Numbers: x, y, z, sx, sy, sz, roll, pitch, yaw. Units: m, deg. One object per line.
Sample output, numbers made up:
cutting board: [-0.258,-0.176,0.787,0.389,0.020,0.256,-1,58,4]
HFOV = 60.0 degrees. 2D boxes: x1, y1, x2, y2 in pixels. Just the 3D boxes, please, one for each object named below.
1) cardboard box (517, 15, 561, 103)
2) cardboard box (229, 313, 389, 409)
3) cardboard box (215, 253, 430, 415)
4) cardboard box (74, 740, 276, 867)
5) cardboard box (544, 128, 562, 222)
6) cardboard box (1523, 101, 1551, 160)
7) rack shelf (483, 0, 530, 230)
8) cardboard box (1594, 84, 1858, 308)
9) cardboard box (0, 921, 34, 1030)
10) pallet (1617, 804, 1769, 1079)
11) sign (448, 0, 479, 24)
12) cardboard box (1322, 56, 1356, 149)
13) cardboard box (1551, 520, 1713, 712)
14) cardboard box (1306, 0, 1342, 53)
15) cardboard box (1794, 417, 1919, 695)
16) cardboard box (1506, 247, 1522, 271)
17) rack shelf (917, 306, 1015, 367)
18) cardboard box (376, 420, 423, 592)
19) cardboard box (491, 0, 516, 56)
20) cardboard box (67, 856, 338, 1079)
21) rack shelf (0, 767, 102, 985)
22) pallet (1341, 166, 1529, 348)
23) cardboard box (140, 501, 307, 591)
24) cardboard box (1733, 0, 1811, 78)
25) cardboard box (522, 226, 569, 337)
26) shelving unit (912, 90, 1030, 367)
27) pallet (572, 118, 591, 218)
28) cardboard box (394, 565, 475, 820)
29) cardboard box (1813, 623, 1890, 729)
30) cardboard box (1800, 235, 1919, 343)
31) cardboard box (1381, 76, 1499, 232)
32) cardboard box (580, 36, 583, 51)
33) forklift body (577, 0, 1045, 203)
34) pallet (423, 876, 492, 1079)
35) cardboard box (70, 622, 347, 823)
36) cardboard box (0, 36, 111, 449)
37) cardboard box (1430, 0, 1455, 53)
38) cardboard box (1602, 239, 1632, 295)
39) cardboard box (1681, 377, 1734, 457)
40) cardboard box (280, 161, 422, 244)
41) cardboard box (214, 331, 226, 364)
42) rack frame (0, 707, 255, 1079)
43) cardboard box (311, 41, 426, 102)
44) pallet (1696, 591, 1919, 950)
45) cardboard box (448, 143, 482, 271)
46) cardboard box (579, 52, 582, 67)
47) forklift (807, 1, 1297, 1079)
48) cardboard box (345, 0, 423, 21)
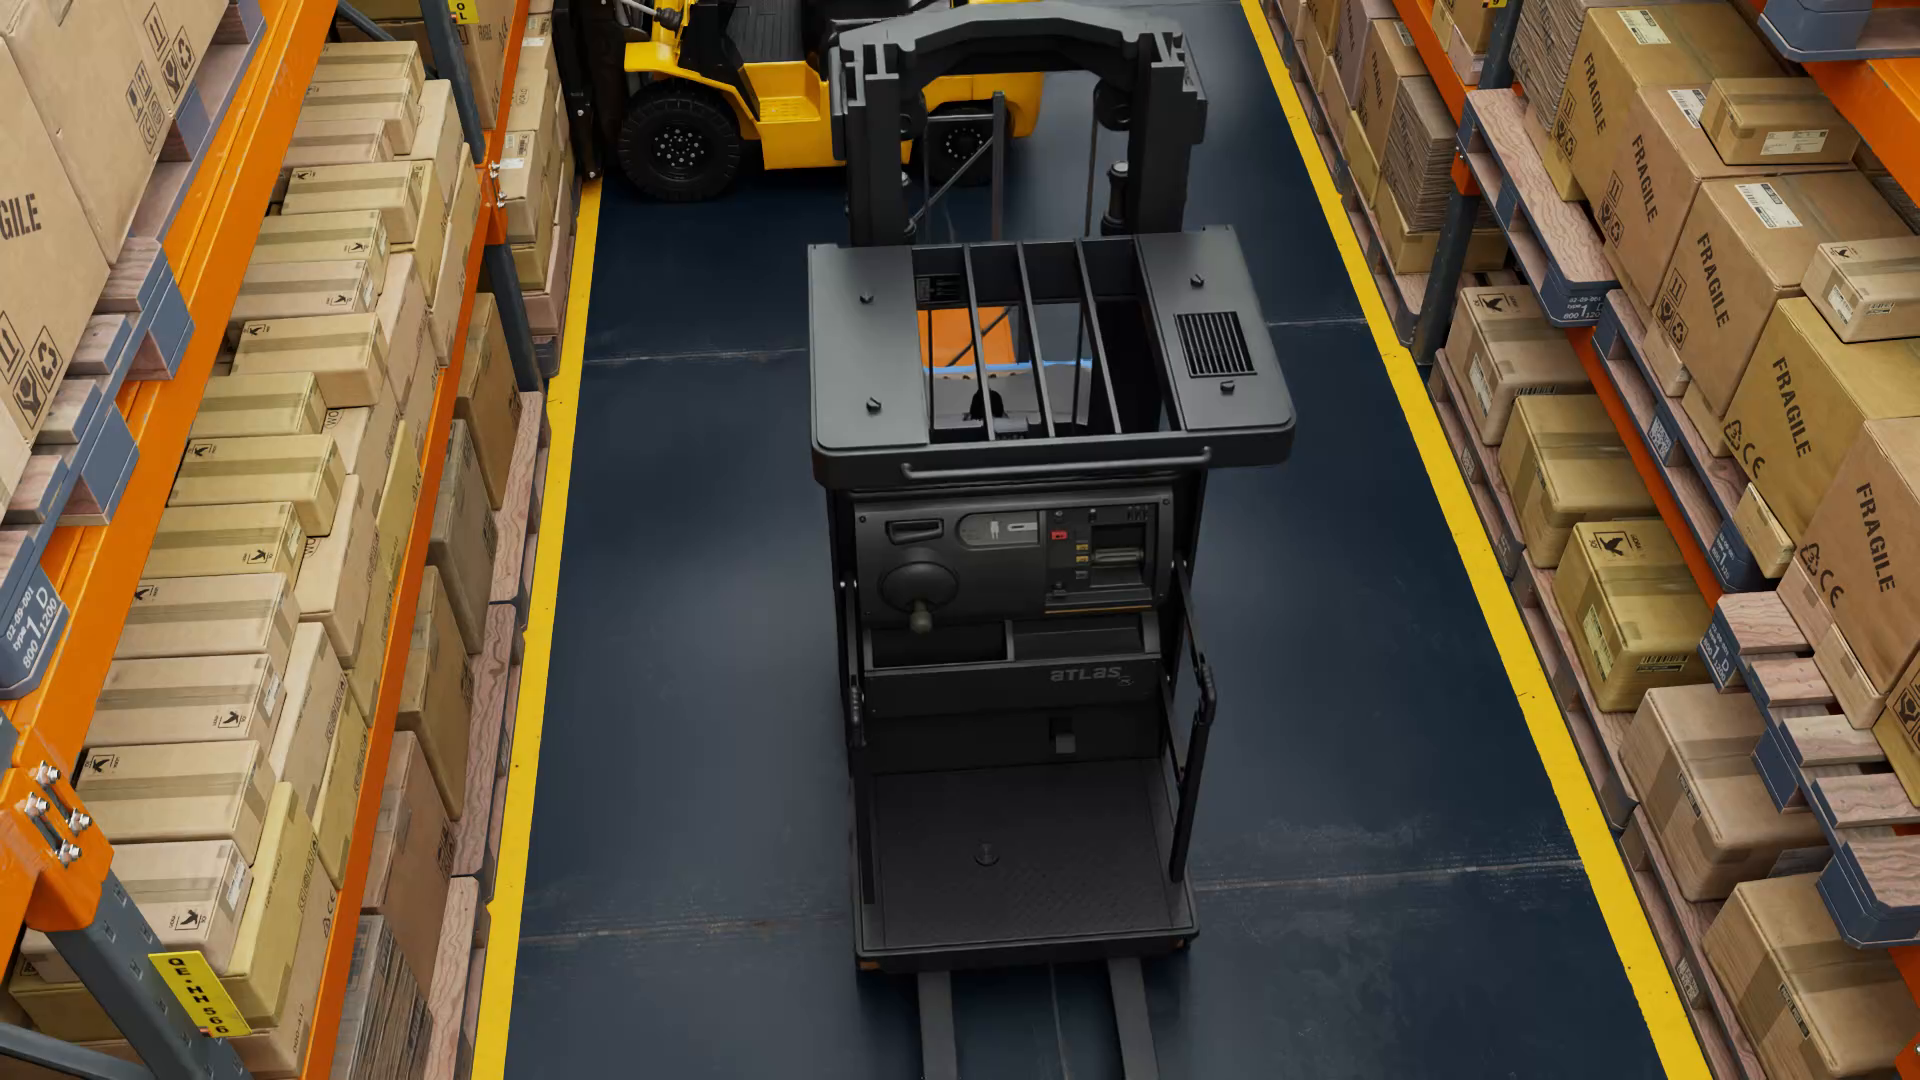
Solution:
cardboard box: [-2.167,-2.237,7.855,0.500,0.250,0.500,-2,47,-2]
cardboard box: [-1.868,-0.510,4.788,0.380,0.149,0.250,-5,47,-4]
cardboard box: [-1.970,-0.634,5.180,0.500,0.250,0.500,-3,47,-3]
cardboard box: [-1.775,0.599,3.737,0.380,0.149,0.250,-3,47,-2]
cardboard box: [-2.130,-1.699,7.690,0.500,0.250,0.500,-4,47,-4]
cardboard box: [2.324,-1.539,6.162,0.380,0.149,0.250,-3,47,-3]
rack shelf: [-2.521,-2.795,7.963,1.077,0.370,4.000,-3,47,-3]
cardboard box: [2.416,-1.104,5.303,0.500,0.500,0.500,-4,47,-4]
cardboard box: [-2.333,0.870,3.756,0.500,0.250,0.500,-3,47,-2]
pallet: [2.864,1.387,5.427,1.003,0.211,1.213,-3,47,-3]
sign: [-1.813,-2.007,5.978,0.100,0.325,0.005,-3,47,-3]
cardboard box: [2.183,-2.263,8.569,0.500,0.250,0.500,-3,47,-3]
cardboard box: [2.763,0.261,6.094,0.950,0.372,0.625,-2,47,-2]
cardboard box: [2.134,-2.892,8.647,0.500,0.500,0.500,-3,47,-3]
cardboard box: [2.558,0.028,4.231,0.500,0.500,0.500,-4,47,-4]
cardboard box: [2.812,-1.542,7.886,0.500,0.250,0.500,-5,47,-5]
rack shelf: [-0.036,-0.719,6.782,0.538,0.185,1.000,-3,47,-3]
cardboard box: [-1.941,-0.098,5.016,0.500,0.250,0.500,-2,47,-2]
cardboard box: [-2.190,-2.343,6.970,0.500,0.500,0.500,-3,47,-3]
cardboard box: [-1.812,1.014,3.963,0.500,0.250,0.500,-3,47,-3]
rack shelf: [-1.851,1.961,1.393,1.077,0.370,4.000,-3,47,-3]
pallet: [2.501,-1.425,8.091,1.003,0.211,1.213,-3,47,-3]
cardboard box: [-1.908,0.047,4.261,0.380,0.149,0.250,-3,47,-3]
cardboard box: [2.903,-1.502,5.680,0.500,0.500,0.500,-3,47,-3]
cardboard box: [-2.064,-1.165,7.528,0.500,0.250,0.500,-3,47,-3]
shelving unit: [-0.035,-0.836,6.645,0.587,1.500,1.083,-3,47,-3]
pallet: [-2.483,-2.099,8.729,1.003,0.211,1.213,-3,47,-3]
cardboard box: [-2.176,0.559,5.637,0.875,0.625,0.625,-5,47,-5]
cardboard box: [2.505,0.344,4.379,0.380,0.149,0.250,-4,47,-4]
cardboard box: [2.509,-0.677,4.452,0.380,0.149,0.250,-6,47,-5]
cardboard box: [2.276,-1.769,7.584,0.500,0.500,0.500,-4,47,-4]
cardboard box: [-2.241,-2.792,8.725,0.500,0.250,0.500,-4,47,-4]
forklift body: [-0.711,-2.937,8.186,2.313,2.155,1.214,-3,47,-3]
pallet: [-2.048,1.659,5.170,1.003,0.211,1.213,-3,47,-3]
cardboard box: [-1.853,0.480,4.125,0.500,0.250,0.500,-2,47,-2]
cardboard box: [-1.836,-0.485,2.787,0.500,0.500,0.500,-3,47,-3]
cardboard box: [2.234,-2.208,7.084,0.380,0.149,0.250,-3,47,-2]
cardboard box: [2.416,-0.969,5.622,0.380,0.149,0.250,-3,47,-3]
cardboard box: [2.457,-0.403,5.086,0.380,0.149,0.250,-5,47,-5]
cardboard box: [-1.942,-1.071,5.320,0.380,0.149,0.250,-5,47,-5]
cardboard box: [-2.503,-0.597,5.145,0.500,0.250,0.500,-5,47,-4]
rack frame: [-2.015,1.298,3.591,0.949,2.616,0.053,-3,47,-3]
cardboard box: [-2.103,-1.619,5.839,0.380,0.149,0.250,-2,47,-2]
pallet: [2.762,0.551,4.431,1.213,0.211,1.003,-3,47,-3]
cardboard box: [-2.050,-1.195,6.056,0.500,0.250,0.500,-3,47,-2]
cardboard box: [-2.203,-2.271,8.575,0.500,0.250,0.500,-2,47,-2]
forklift: [0.180,0.158,4.719,1.130,2.935,3.031,-3,47,-3]
cardboard box: [-2.118,-2.100,6.293,0.380,0.149,0.250,-4,47,-4]
